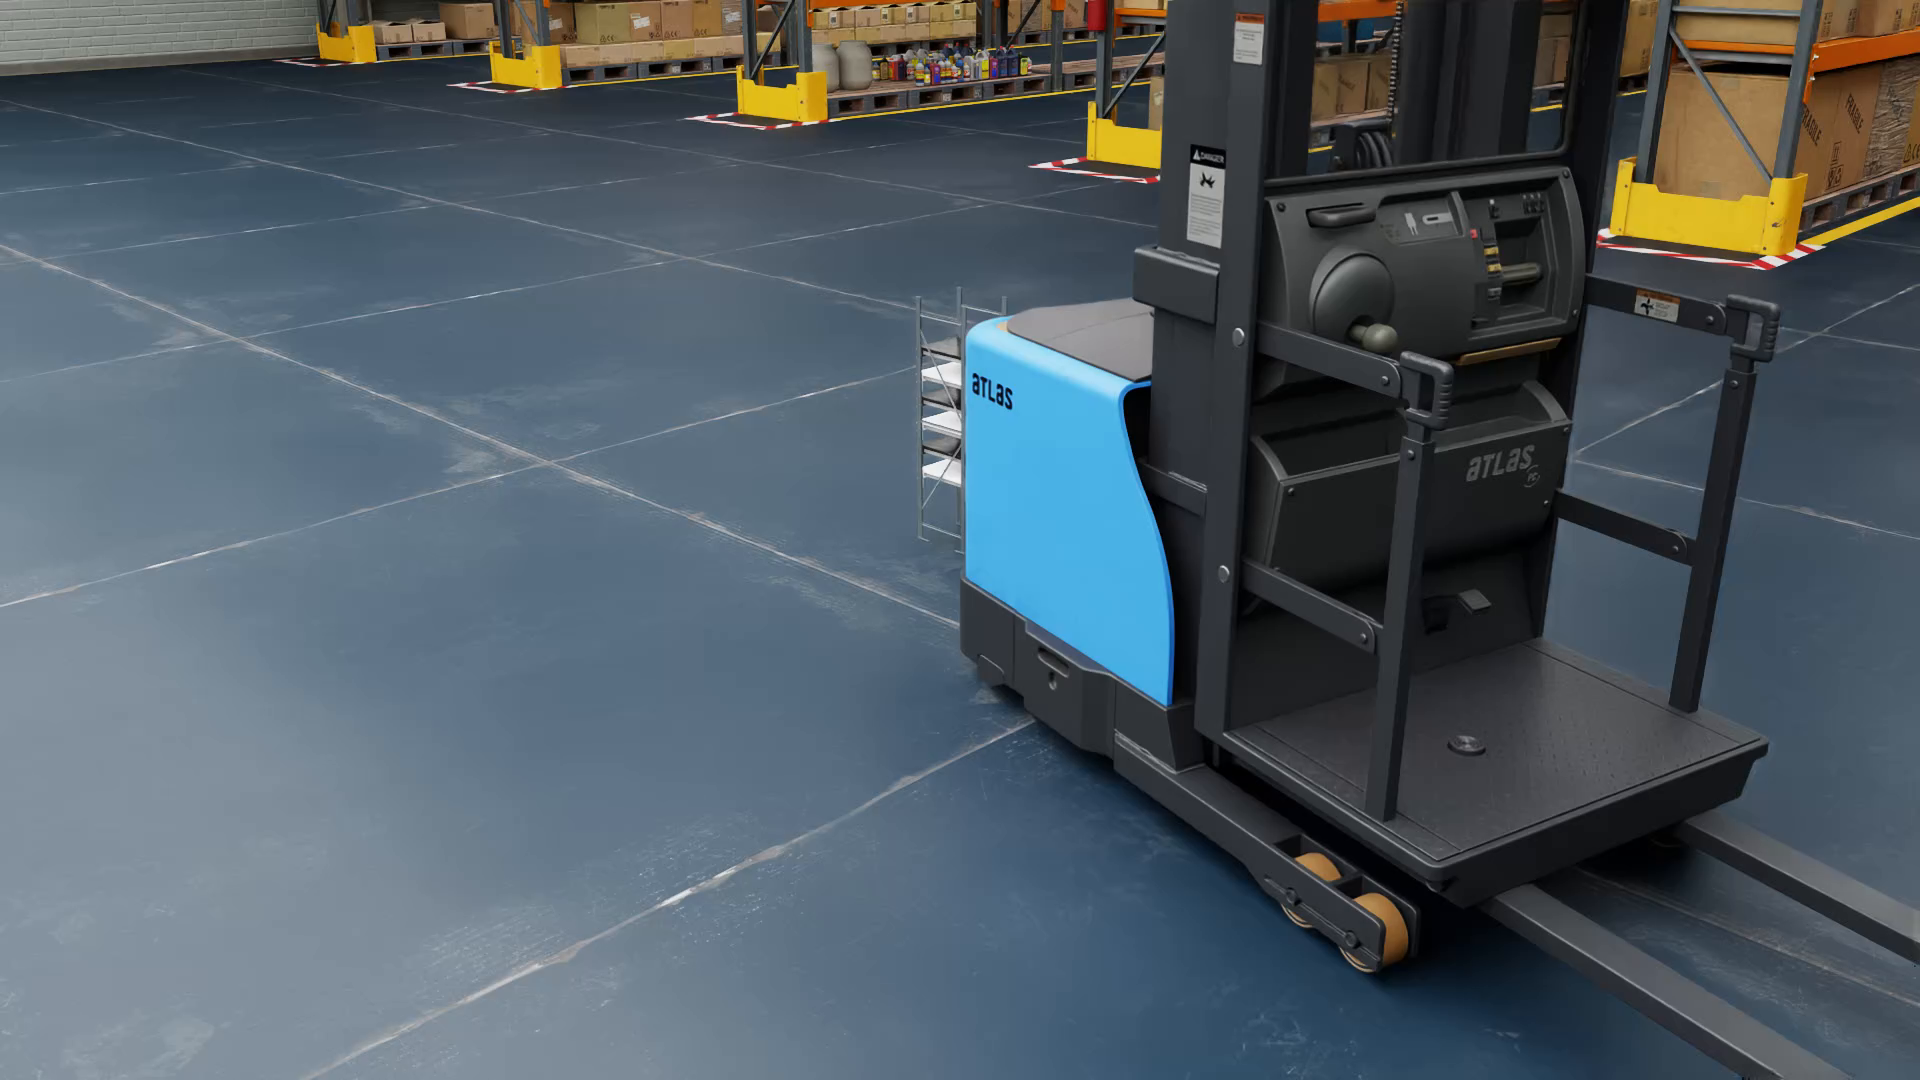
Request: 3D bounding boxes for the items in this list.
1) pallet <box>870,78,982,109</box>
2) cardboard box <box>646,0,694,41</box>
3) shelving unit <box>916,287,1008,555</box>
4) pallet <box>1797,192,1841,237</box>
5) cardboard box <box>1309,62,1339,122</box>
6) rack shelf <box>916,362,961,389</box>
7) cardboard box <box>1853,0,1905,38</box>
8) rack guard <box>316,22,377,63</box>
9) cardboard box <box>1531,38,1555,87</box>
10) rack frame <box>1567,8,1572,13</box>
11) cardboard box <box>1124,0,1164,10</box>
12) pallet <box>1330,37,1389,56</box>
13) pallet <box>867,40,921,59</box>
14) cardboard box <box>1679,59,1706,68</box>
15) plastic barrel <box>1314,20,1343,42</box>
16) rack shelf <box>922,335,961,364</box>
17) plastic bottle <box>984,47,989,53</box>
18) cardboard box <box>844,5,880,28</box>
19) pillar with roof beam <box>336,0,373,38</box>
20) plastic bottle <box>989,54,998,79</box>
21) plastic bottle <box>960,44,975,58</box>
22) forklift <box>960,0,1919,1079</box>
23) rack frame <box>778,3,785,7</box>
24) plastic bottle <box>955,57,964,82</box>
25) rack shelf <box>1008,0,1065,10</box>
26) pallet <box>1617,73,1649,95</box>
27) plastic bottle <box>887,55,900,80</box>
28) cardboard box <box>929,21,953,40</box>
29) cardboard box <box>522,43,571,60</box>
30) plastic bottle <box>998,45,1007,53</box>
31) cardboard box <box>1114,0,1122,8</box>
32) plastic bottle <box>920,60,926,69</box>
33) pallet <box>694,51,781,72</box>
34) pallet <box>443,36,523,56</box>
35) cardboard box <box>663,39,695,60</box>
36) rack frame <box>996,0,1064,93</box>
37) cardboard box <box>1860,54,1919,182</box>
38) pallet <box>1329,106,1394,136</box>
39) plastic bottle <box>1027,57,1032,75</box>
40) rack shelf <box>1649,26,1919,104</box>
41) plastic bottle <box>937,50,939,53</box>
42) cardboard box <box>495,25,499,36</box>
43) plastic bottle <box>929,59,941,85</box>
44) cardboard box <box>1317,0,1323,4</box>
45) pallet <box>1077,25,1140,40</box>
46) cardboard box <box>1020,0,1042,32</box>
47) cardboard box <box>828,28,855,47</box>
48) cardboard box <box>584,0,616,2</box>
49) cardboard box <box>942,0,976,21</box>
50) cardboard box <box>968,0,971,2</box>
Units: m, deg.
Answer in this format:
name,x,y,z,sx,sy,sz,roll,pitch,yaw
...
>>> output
name,x,y,z,sx,sy,sz,roll,pitch,yaw
pallet,-0.503,-5.211,19.337,1.003,0.211,1.213,19,28,41
cardboard box,-3.908,-6.932,22.131,0.500,0.500,0.500,19,28,41
shelving unit,0.006,-0.422,5.919,0.258,0.900,0.210,19,28,41
pallet,5.590,-2.378,11.967,1.003,0.211,1.213,19,28,41
cardboard box,3.317,-4.358,16.131,0.500,0.500,0.500,16,26,36
rack shelf,0.006,-0.559,5.866,0.258,0.077,0.200,19,28,41
cardboard box,6.163,-3.891,11.807,0.875,0.550,0.550,19,28,41
rack guard,-8.989,-7.294,24.354,1.175,0.500,0.348,19,28,41
cardboard box,6.355,-5.494,19.058,0.700,0.500,0.500,16,26,36
rack frame,7.186,-6.778,19.529,1.000,3.000,0.127,19,28,41
cardboard box,1.656,-4.730,14.549,0.380,0.149,0.250,19,28,41
pallet,5.859,-7.557,25.441,1.003,0.211,1.213,19,28,41
pallet,-1.363,-7.443,25.145,1.003,0.211,1.213,19,28,41
cardboard box,8.921,-6.611,21.471,1.225,0.875,0.875,18,27,39
plastic barrel,5.542,-7.945,24.904,0.600,0.901,0.708,19,28,41
rack shelf,0.006,-0.643,5.834,0.258,0.077,0.200,19,28,41
plastic bottle,0.310,-5.949,20.562,0.097,0.271,0.097,0,21,0
cardboard box,-1.520,-7.709,24.417,0.500,0.311,0.500,18,27,39
pillar with roof beam,-6.089,-10.560,21.007,9.100,9.000,0.400,19,28,41
plastic bottle,0.386,-5.588,19.605,0.133,0.283,0.061,-18,27,-39
plastic bottle,0.090,-5.819,20.112,0.144,0.351,0.185,19,28,41
forklift,1.184,-0.617,3.594,1.130,2.935,3.031,-12,24,-28
rack frame,-3.461,-10.498,29.205,1.000,3.000,0.127,19,28,41
plastic bottle,-0.005,-5.447,19.256,0.097,0.271,0.097,0,21,0
rack shelf,2.242,-7.168,21.546,1.077,0.370,4.000,19,28,41
pallet,7.790,-5.661,20.507,1.003,0.211,1.213,19,28,41
plastic bottle,-0.781,-5.535,19.478,0.152,0.276,0.135,20,28,41
cardboard box,-0.459,-7.842,25.542,0.500,0.250,0.500,19,28,40
cardboard box,-5.328,-6.327,21.601,0.500,0.250,0.500,19,28,41
plastic bottle,0.501,-5.757,19.951,0.144,0.351,0.185,19,28,41
cardboard box,2.391,-9.002,28.185,0.500,0.500,0.500,19,28,41
plastic bottle,-0.455,-5.561,19.648,0.097,0.201,0.097,0,21,0
pallet,-3.285,-6.735,23.303,1.003,0.211,1.213,19,28,41
pallet,-7.546,-7.671,25.738,1.003,0.211,1.213,19,28,41
cardboard box,-3.909,-6.582,22.266,0.500,0.250,0.500,19,28,41
rack frame,0.847,-6.990,20.079,1.000,3.000,0.127,19,28,41
cardboard box,6.764,-3.310,12.882,0.875,0.875,0.875,20,28,41
pallet,3.952,-4.267,16.882,1.003,0.211,1.213,19,28,41
plastic bottle,0.817,-5.718,20.057,0.097,0.201,0.097,0,21,0
rack shelf,6.483,-3.633,12.348,1.077,0.370,4.000,19,28,41
plastic bottle,-0.290,-5.743,20.008,0.133,0.283,0.061,-19,28,-40
cardboard box,-7.382,-7.938,25.906,0.380,0.149,0.250,17,27,36
plastic bottle,-0.285,-5.341,18.961,0.133,0.283,0.061,-20,28,-41
cardboard box,3.090,-4.980,15.199,0.380,0.149,0.250,19,28,41
pallet,2.341,-8.767,28.589,1.003,0.211,1.213,19,28,41
cardboard box,0.974,-8.479,26.824,0.500,0.500,0.500,18,27,39
cardboard box,-1.883,-7.316,24.174,0.500,0.250,0.500,-19,28,-41
cardboard box,-4.642,-6.938,22.146,0.500,0.500,0.500,19,28,41
cardboard box,-0.098,-8.237,25.789,0.500,0.311,0.500,-19,28,-41
cardboard box,-0.076,-10.722,32.687,0.700,0.500,0.500,20,29,41
